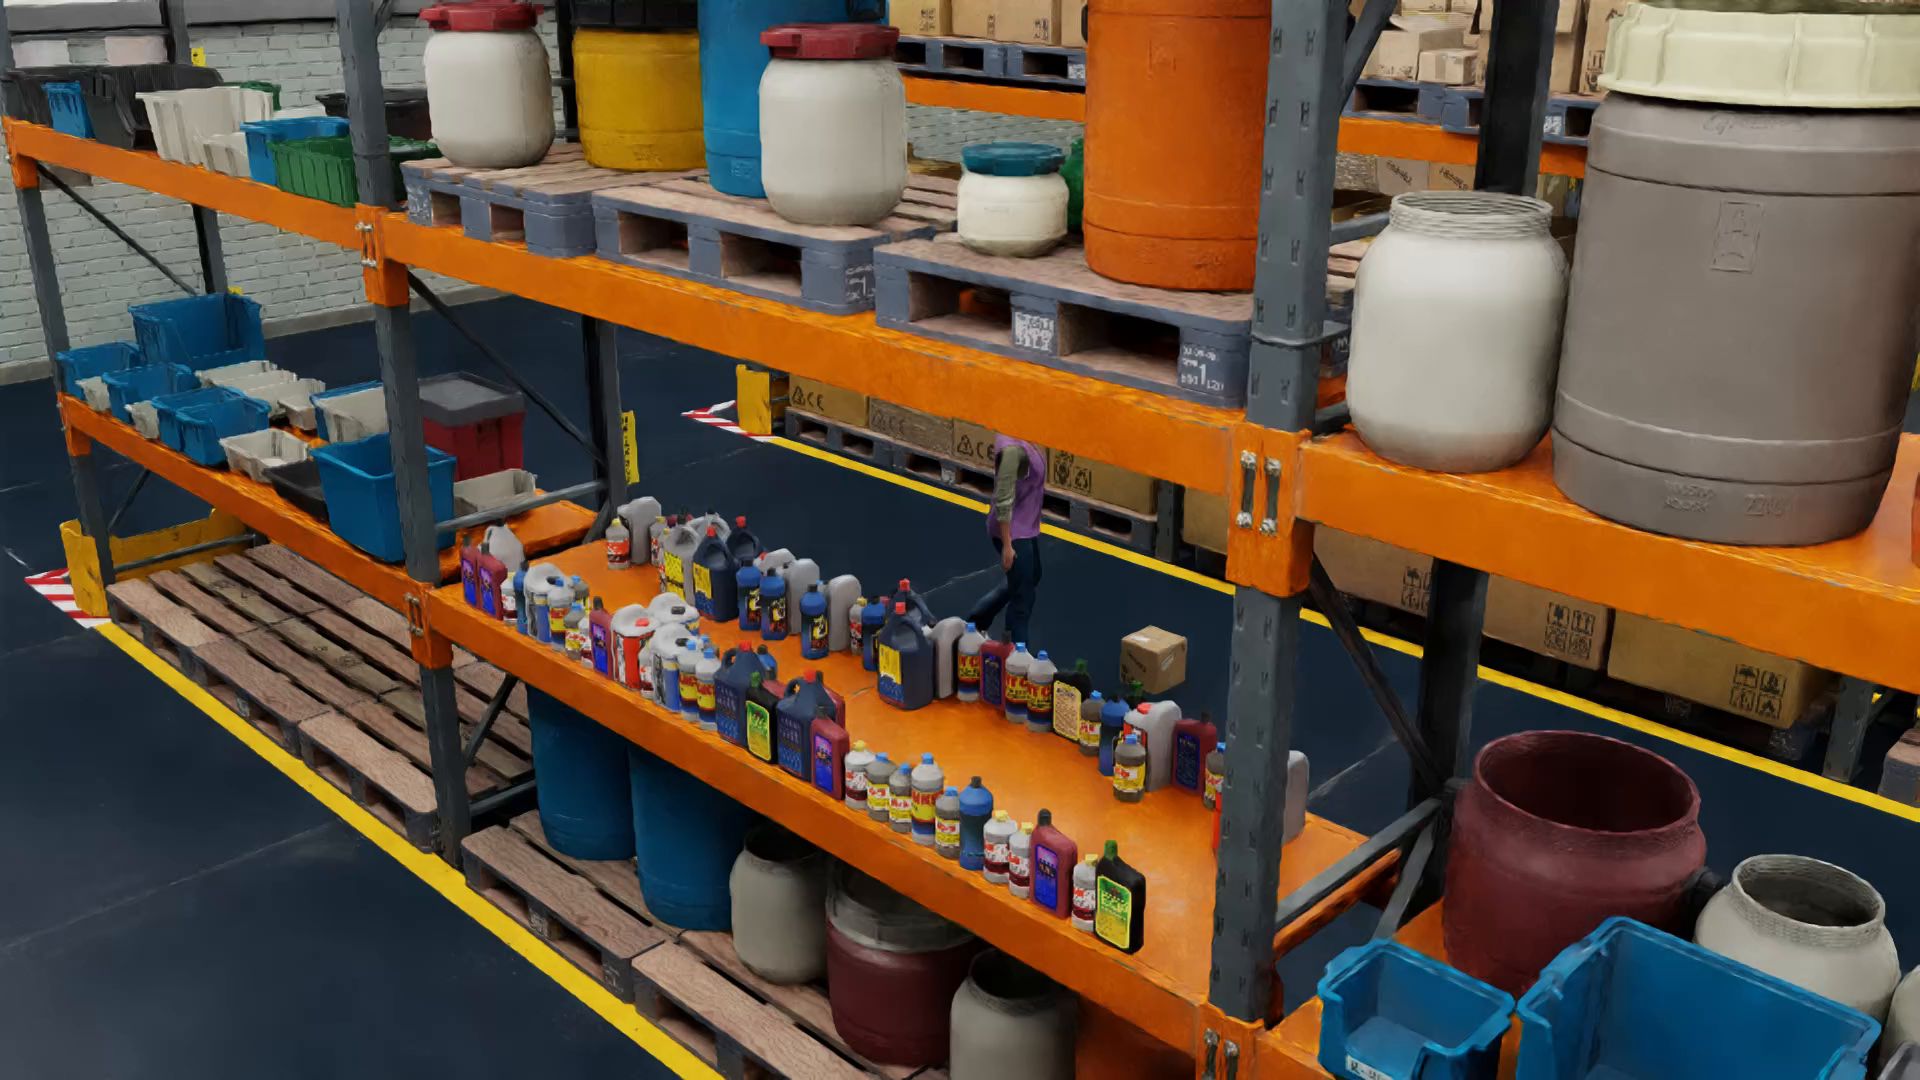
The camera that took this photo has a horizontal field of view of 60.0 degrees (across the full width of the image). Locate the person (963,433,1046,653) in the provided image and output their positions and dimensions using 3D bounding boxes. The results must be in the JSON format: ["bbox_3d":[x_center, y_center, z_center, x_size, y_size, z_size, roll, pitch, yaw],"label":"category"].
[{"bbox_3d":[0.256,-0.029,8.624,0.538,1.595,0.515,1,21,2],"label":"person"}]
